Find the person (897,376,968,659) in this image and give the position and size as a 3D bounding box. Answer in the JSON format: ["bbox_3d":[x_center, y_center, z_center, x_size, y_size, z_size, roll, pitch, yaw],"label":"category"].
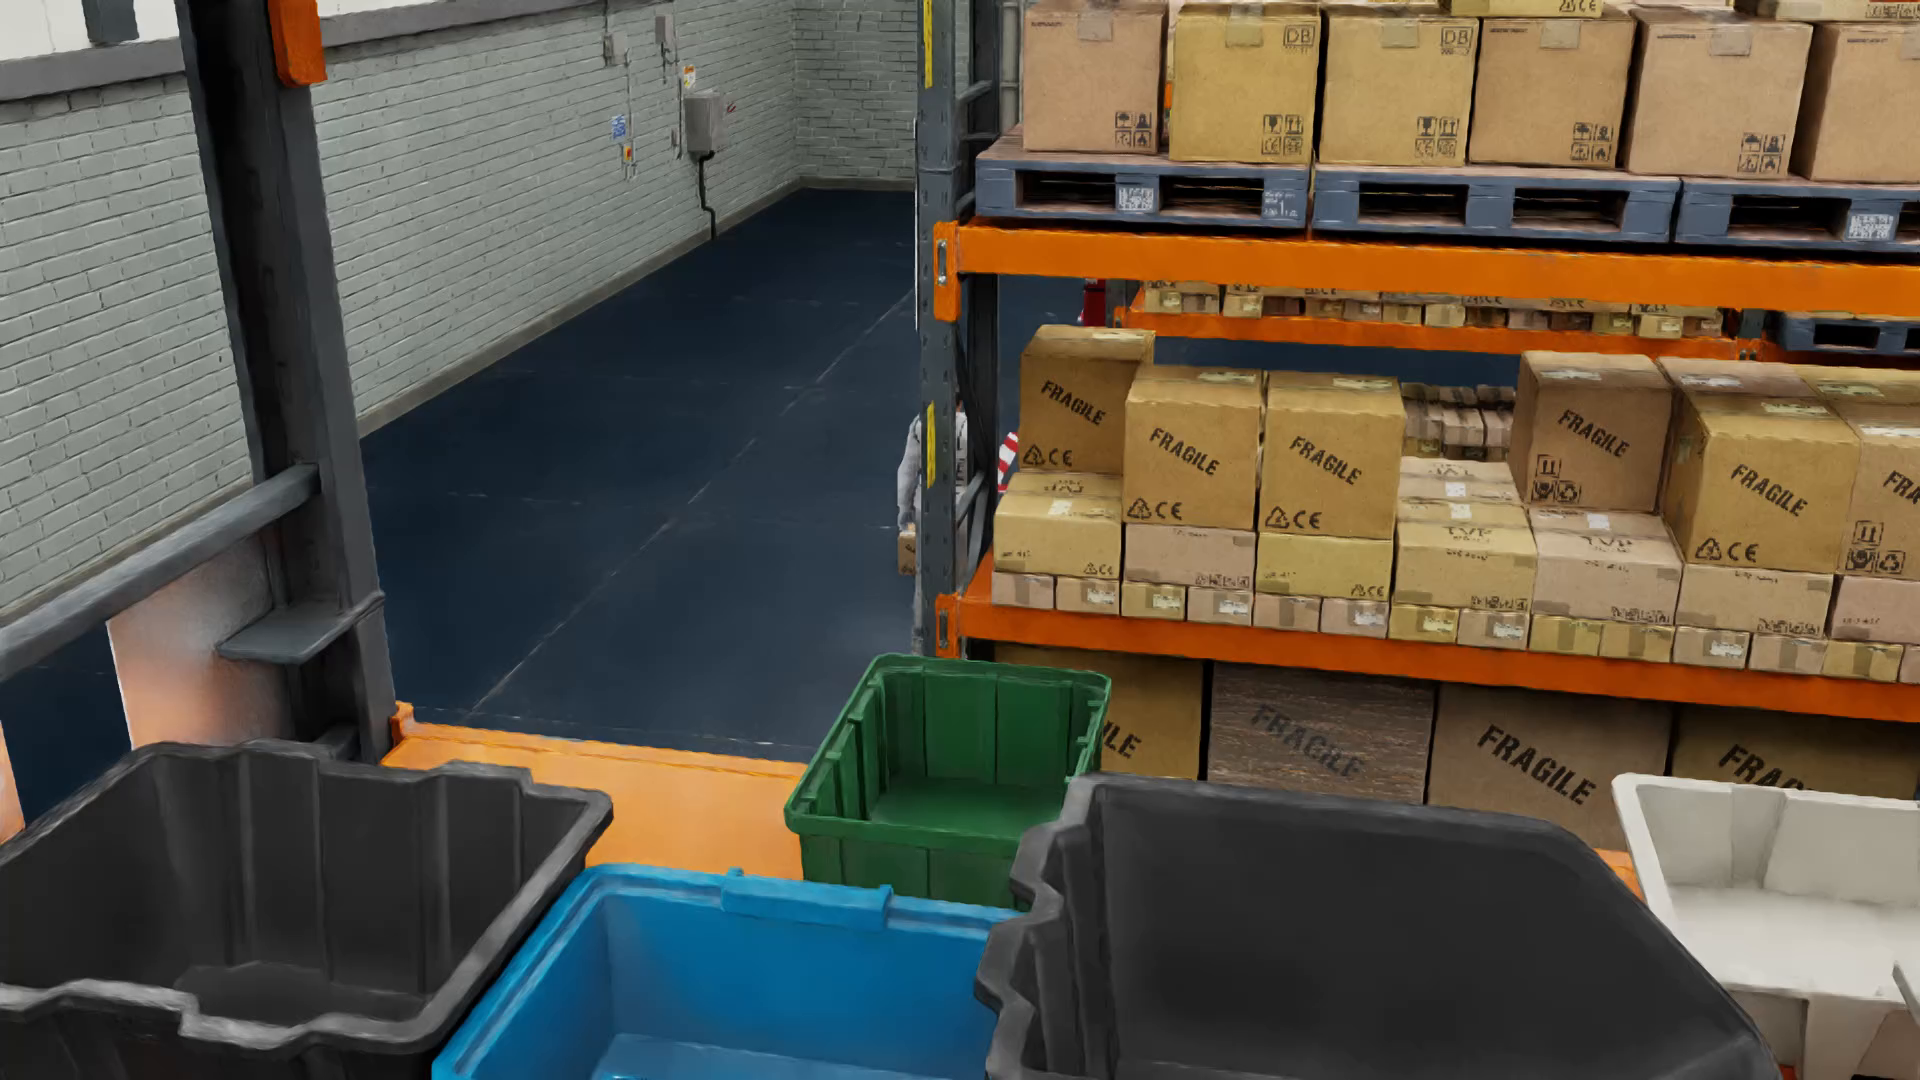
[{"bbox_3d":[-0.060,-0.118,8.799,0.602,1.688,0.360,11,24,25],"label":"person"}]
